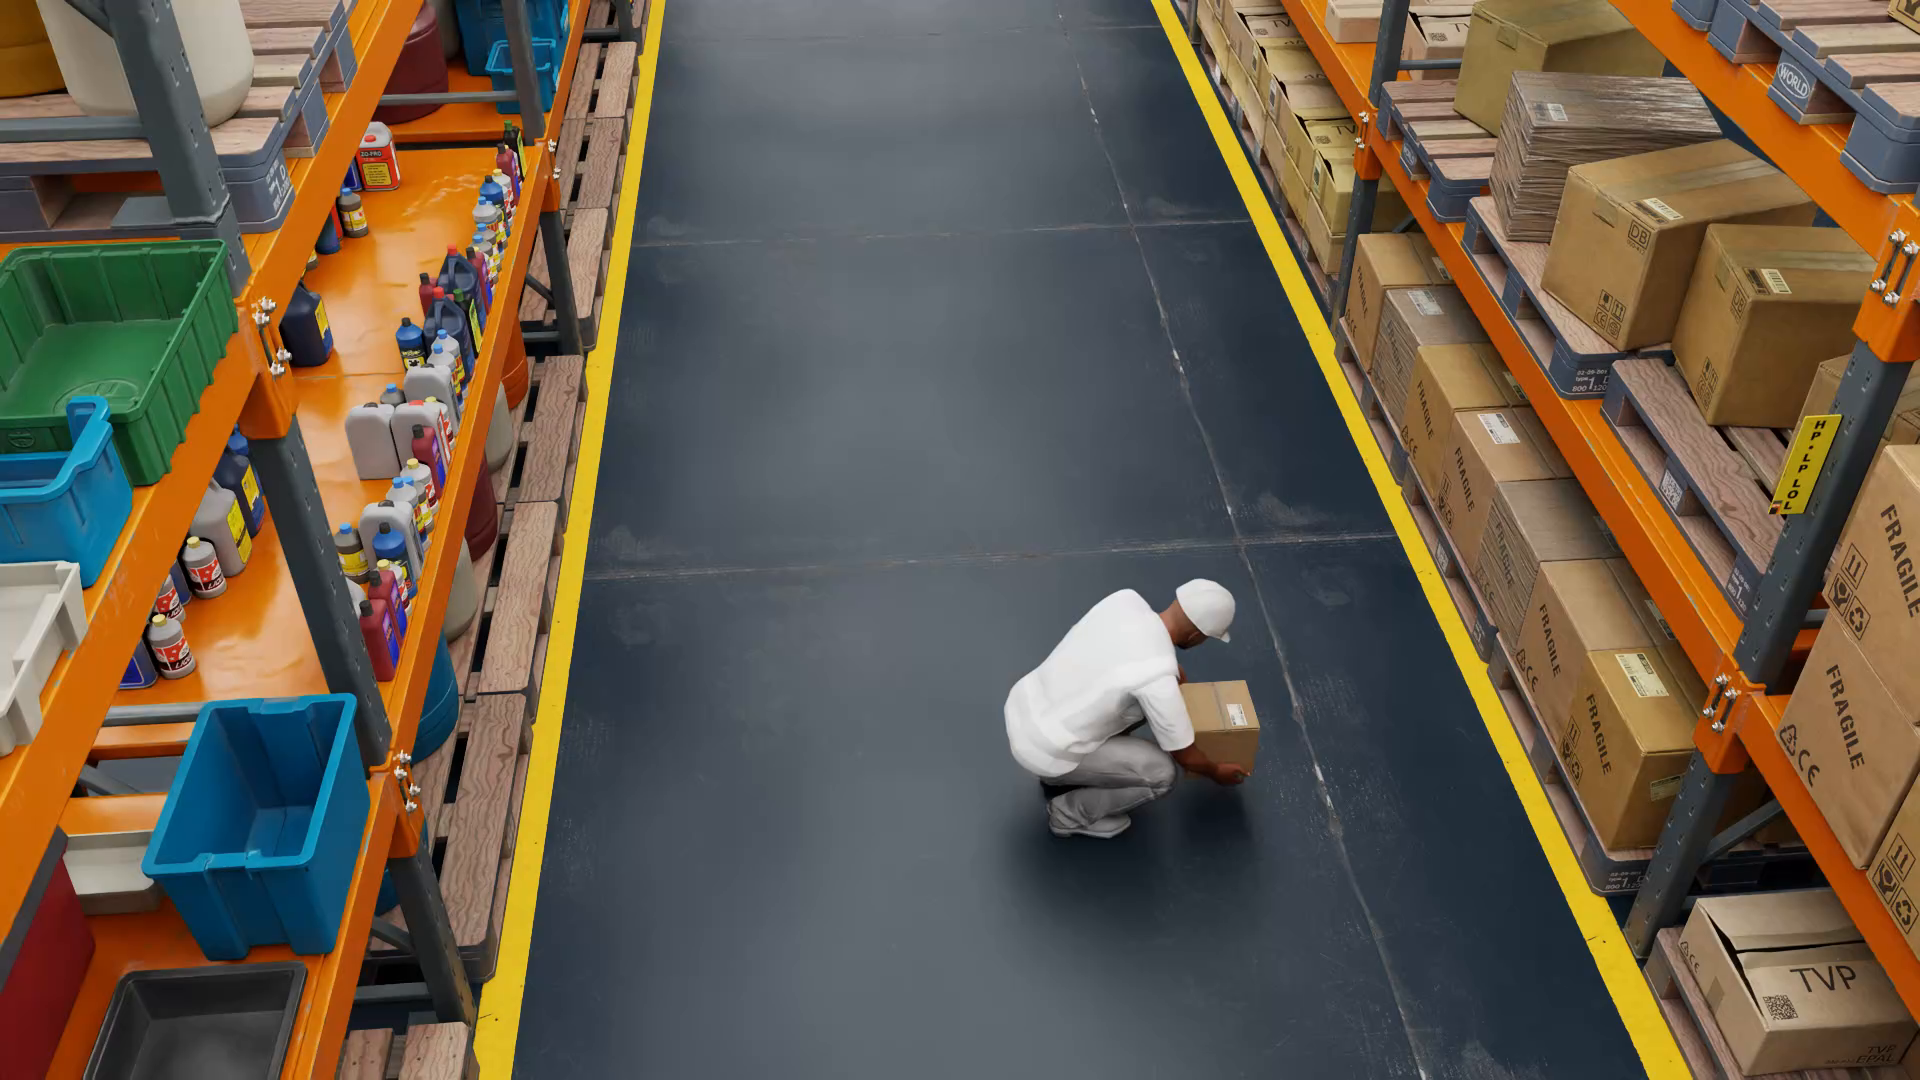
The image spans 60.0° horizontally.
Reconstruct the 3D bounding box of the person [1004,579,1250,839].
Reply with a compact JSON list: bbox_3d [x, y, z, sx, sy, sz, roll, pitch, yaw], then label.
[{"bbox_3d":[0.613,0.578,6.037,0.880,0.998,0.584,-3,39,-4],"label":"person"}]
